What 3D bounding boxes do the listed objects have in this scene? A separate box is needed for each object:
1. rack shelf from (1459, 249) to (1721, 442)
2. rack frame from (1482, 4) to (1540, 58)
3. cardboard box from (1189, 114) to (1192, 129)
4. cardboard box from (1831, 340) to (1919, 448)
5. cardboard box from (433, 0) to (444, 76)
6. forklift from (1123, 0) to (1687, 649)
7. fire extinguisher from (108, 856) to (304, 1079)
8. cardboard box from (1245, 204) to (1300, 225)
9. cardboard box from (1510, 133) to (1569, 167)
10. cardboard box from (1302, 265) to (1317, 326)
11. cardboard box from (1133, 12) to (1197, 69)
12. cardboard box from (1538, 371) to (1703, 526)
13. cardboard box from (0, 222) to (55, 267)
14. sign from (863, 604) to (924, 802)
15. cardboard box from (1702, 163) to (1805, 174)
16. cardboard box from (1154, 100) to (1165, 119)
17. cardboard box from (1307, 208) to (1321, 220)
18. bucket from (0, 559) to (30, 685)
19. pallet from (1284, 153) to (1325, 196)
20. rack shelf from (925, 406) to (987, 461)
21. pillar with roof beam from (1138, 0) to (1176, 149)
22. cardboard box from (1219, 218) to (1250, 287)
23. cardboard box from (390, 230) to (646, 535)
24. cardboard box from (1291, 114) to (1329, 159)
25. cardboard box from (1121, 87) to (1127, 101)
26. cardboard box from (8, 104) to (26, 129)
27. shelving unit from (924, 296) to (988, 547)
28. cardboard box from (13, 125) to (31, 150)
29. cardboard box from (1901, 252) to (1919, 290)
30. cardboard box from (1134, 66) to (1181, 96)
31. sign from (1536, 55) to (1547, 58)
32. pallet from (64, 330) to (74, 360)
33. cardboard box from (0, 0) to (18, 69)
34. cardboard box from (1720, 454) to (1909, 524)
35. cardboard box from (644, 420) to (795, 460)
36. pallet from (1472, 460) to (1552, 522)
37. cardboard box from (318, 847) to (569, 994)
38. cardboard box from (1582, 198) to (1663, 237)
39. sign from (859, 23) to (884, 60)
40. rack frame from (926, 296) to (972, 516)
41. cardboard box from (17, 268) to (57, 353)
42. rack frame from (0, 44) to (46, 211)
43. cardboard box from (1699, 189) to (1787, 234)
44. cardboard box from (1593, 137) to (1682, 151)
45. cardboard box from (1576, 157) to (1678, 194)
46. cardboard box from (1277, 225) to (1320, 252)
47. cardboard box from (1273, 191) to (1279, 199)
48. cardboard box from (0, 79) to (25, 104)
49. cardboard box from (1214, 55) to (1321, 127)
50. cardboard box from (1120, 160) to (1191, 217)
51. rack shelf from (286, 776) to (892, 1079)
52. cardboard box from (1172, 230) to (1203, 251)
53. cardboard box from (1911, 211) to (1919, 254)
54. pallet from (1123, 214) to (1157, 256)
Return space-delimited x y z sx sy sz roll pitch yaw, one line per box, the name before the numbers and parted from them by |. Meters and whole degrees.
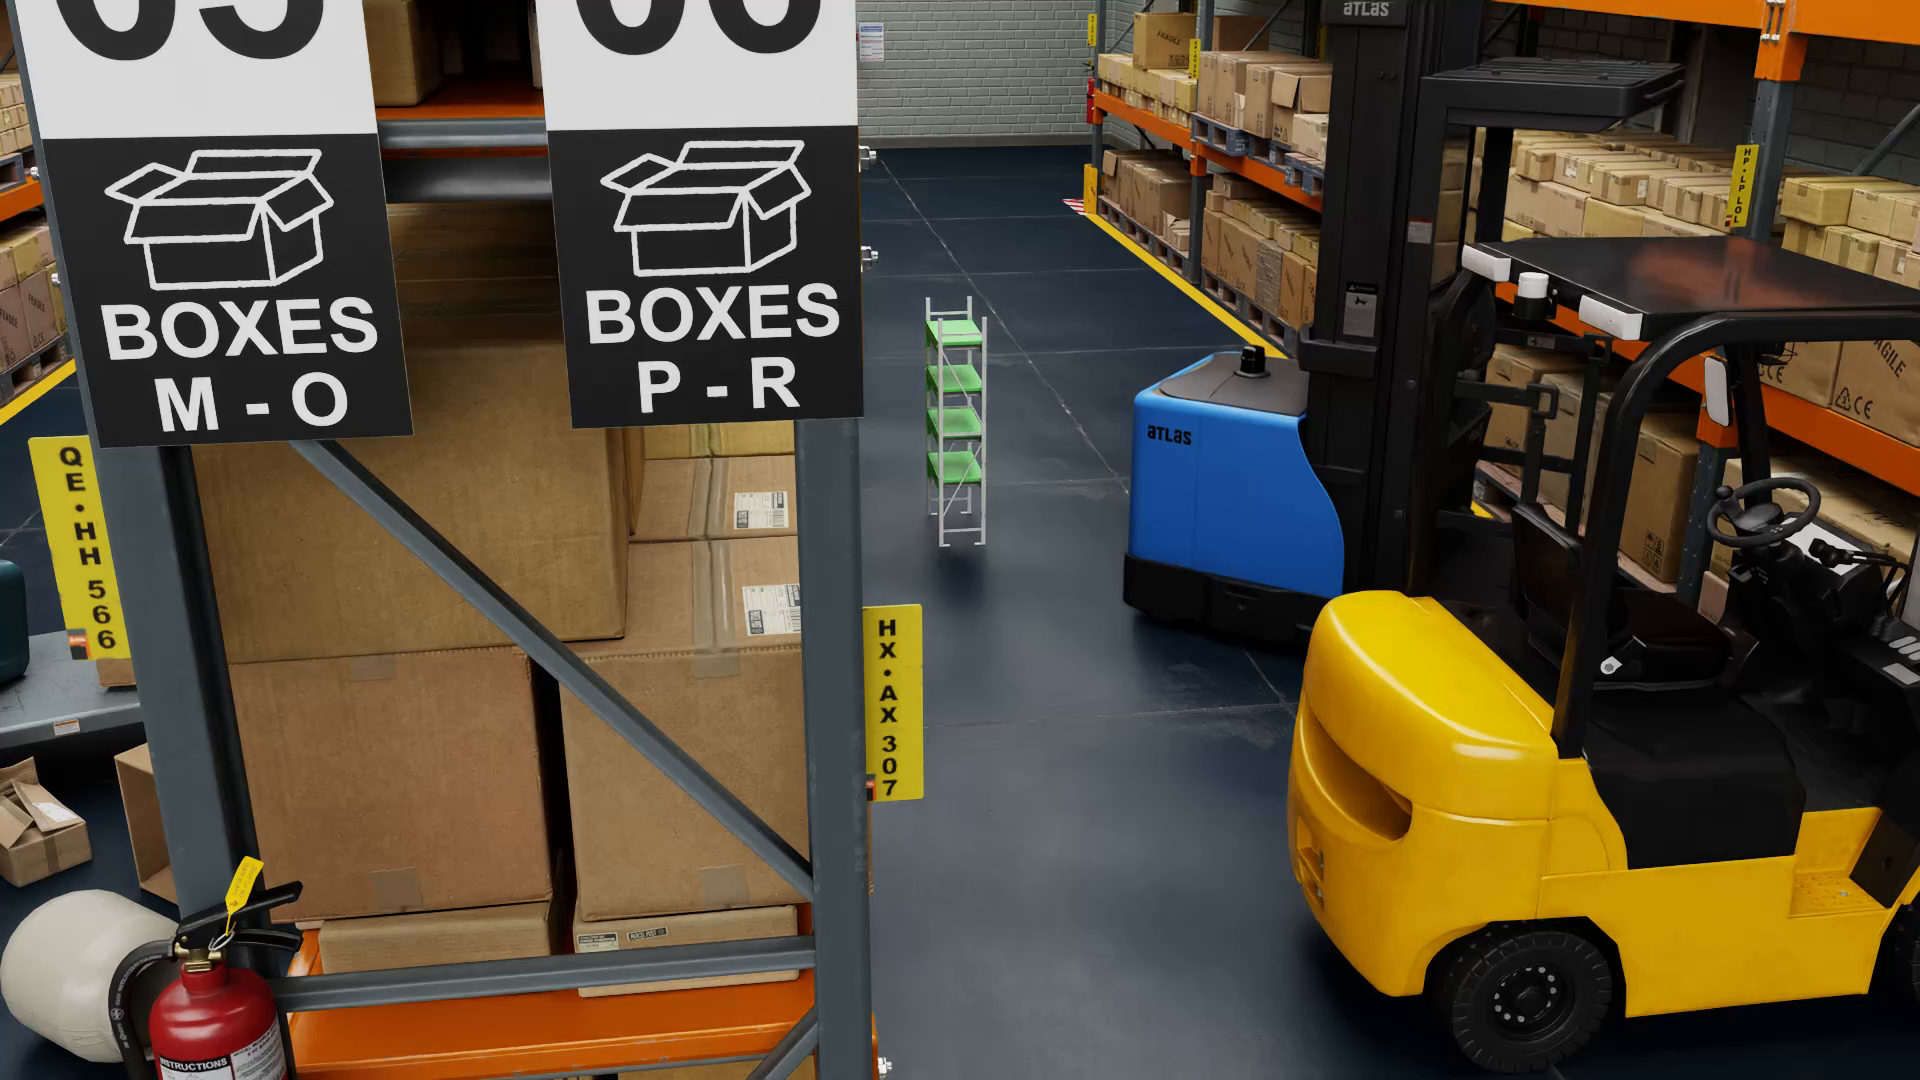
rack shelf | 3.403 -1.308 8.960 1.077 0.370 4.000 -3 21 -8
rack frame | 3.115 -2.338 10.689 1.000 3.000 0.127 -3 21 -8
cardboard box | 2.242 -3.703 14.702 0.380 0.149 0.250 -3 21 -7
cardboard box | 3.589 -0.654 6.036 0.500 0.500 0.500 -3 21 -7
cardboard box | -1.040 -0.798 2.637 0.380 0.149 0.250 -3 21 -7
forklift | 2.286 -0.893 6.918 3.031 2.935 1.130 12 24 29
fire extinguisher | -1.083 0.783 2.444 0.296 0.674 0.183 -3 21 -8
cardboard box | 2.544 -2.640 13.544 0.380 0.149 0.250 -3 21 -9
cardboard box | 3.066 -2.117 9.027 0.380 0.149 0.250 -2 21 -7
cardboard box | 2.779 -1.673 11.881 0.500 0.500 0.500 -3 21 -9
cardboard box | 1.977 -4.838 16.100 0.500 0.500 0.500 -2 21 -6
cardboard box | 3.501 -0.486 8.525 0.875 0.625 0.625 -3 21 -8
cardboard box | -6.838 -2.140 12.059 0.500 0.250 0.500 -2 21 -5
sign | -0.106 0.251 2.521 0.100 0.325 0.005 -3 21 -8
cardboard box | 3.774 -1.706 7.926 0.380 0.149 0.250 -3 21 -8
cardboard box | 2.046 -4.060 15.658 0.380 0.149 0.250 -3 21 -9
cardboard box | 3.013 -2.580 13.381 0.380 0.149 0.250 -2 21 -6
bucket | -3.803 0.336 6.037 0.726 0.611 0.620 4 11 11
pallet | 2.948 -2.479 11.341 1.213 0.211 1.003 -3 21 -8
rack shelf | -0.024 -0.560 8.682 0.258 0.148 0.480 -3 21 -8
pillar with roof beam | -1.795 -8.680 19.095 9.100 9.000 0.400 -3 21 -8
cardboard box | 2.472 -2.386 13.789 0.500 0.500 0.500 -3 21 -8
cardboard box | -0.998 -0.312 3.269 0.700 0.500 0.500 -3 21 -7
cardboard box | 2.642 -2.813 11.576 0.500 0.250 0.500 -4 21 -10
cardboard box | 1.868 -4.597 17.096 0.380 0.149 0.250 -2 21 -6
cardboard box | -6.888 -3.005 11.810 0.380 0.149 0.250 -4 21 -10
shelving unit | -0.024 -0.619 8.660 0.258 1.200 0.503 -3 21 -8
cardboard box | -6.896 -2.875 11.885 0.380 0.149 0.250 -4 21 -11
cardboard box | 3.543 -0.913 5.802 0.380 0.149 0.250 -2 21 -7
cardboard box | 2.004 -4.480 16.214 0.500 0.250 0.500 -3 21 -9
sign | 3.664 -2.909 10.564 0.100 0.325 0.005 -3 21 -8
pallet | -7.143 -1.611 12.727 1.003 0.211 1.213 -3 21 -8
cardboard box | -7.592 -3.990 13.115 0.500 0.500 0.500 -4 21 -10
cardboard box | 3.451 -0.147 6.722 0.500 0.250 0.500 -3 21 -9
cardboard box | -0.590 -0.036 3.958 0.500 0.500 0.500 -3 21 -9
pallet | 3.367 -0.323 9.280 1.003 0.211 1.213 -3 21 -8
cardboard box | -0.909 0.683 2.961 0.380 0.149 0.250 -2 21 -6
cardboard box | 3.286 -1.452 7.816 0.500 0.250 0.500 -3 21 -9
sign | -1.227 -6.915 23.079 0.329 0.494 0.001 -3 21 -8
rack frame | -0.059 -0.704 8.886 0.240 1.200 0.015 -3 21 -8
cardboard box | -6.758 -1.613 11.721 0.500 0.500 0.500 -3 21 -9
rack frame | -7.257 -3.187 12.961 1.000 3.000 0.127 -3 21 -8
cardboard box | 3.422 -1.411 7.136 0.380 0.149 0.250 -2 21 -6
cardboard box | 3.602 -2.056 8.863 0.380 0.149 0.250 -2 21 -6
cardboard box | 3.239 -1.765 8.084 0.380 0.149 0.250 -3 21 -9
cardboard box | 2.630 -2.286 12.596 0.380 0.149 0.250 -4 21 -10
cardboard box | 2.877 -2.940 14.345 0.380 0.149 0.250 -4 21 -10
cardboard box | -6.931 -3.233 11.993 0.380 0.149 0.250 -4 21 -9
cardboard box | 2.461 -3.608 13.347 0.700 0.500 0.500 -3 21 -7
cardboard box | 2.041 -3.619 17.091 0.700 0.500 0.500 -2 21 -6
rack shelf | -0.932 0.328 4.579 1.077 0.370 4.000 -3 21 -8
cardboard box | 2.167 -2.762 15.299 0.380 0.149 0.250 -4 21 -9
cardboard box | 3.552 -1.050 5.744 0.380 0.149 0.250 -2 21 -7
pallet | 2.261 -3.078 16.655 1.003 0.211 1.213 -3 21 -8
